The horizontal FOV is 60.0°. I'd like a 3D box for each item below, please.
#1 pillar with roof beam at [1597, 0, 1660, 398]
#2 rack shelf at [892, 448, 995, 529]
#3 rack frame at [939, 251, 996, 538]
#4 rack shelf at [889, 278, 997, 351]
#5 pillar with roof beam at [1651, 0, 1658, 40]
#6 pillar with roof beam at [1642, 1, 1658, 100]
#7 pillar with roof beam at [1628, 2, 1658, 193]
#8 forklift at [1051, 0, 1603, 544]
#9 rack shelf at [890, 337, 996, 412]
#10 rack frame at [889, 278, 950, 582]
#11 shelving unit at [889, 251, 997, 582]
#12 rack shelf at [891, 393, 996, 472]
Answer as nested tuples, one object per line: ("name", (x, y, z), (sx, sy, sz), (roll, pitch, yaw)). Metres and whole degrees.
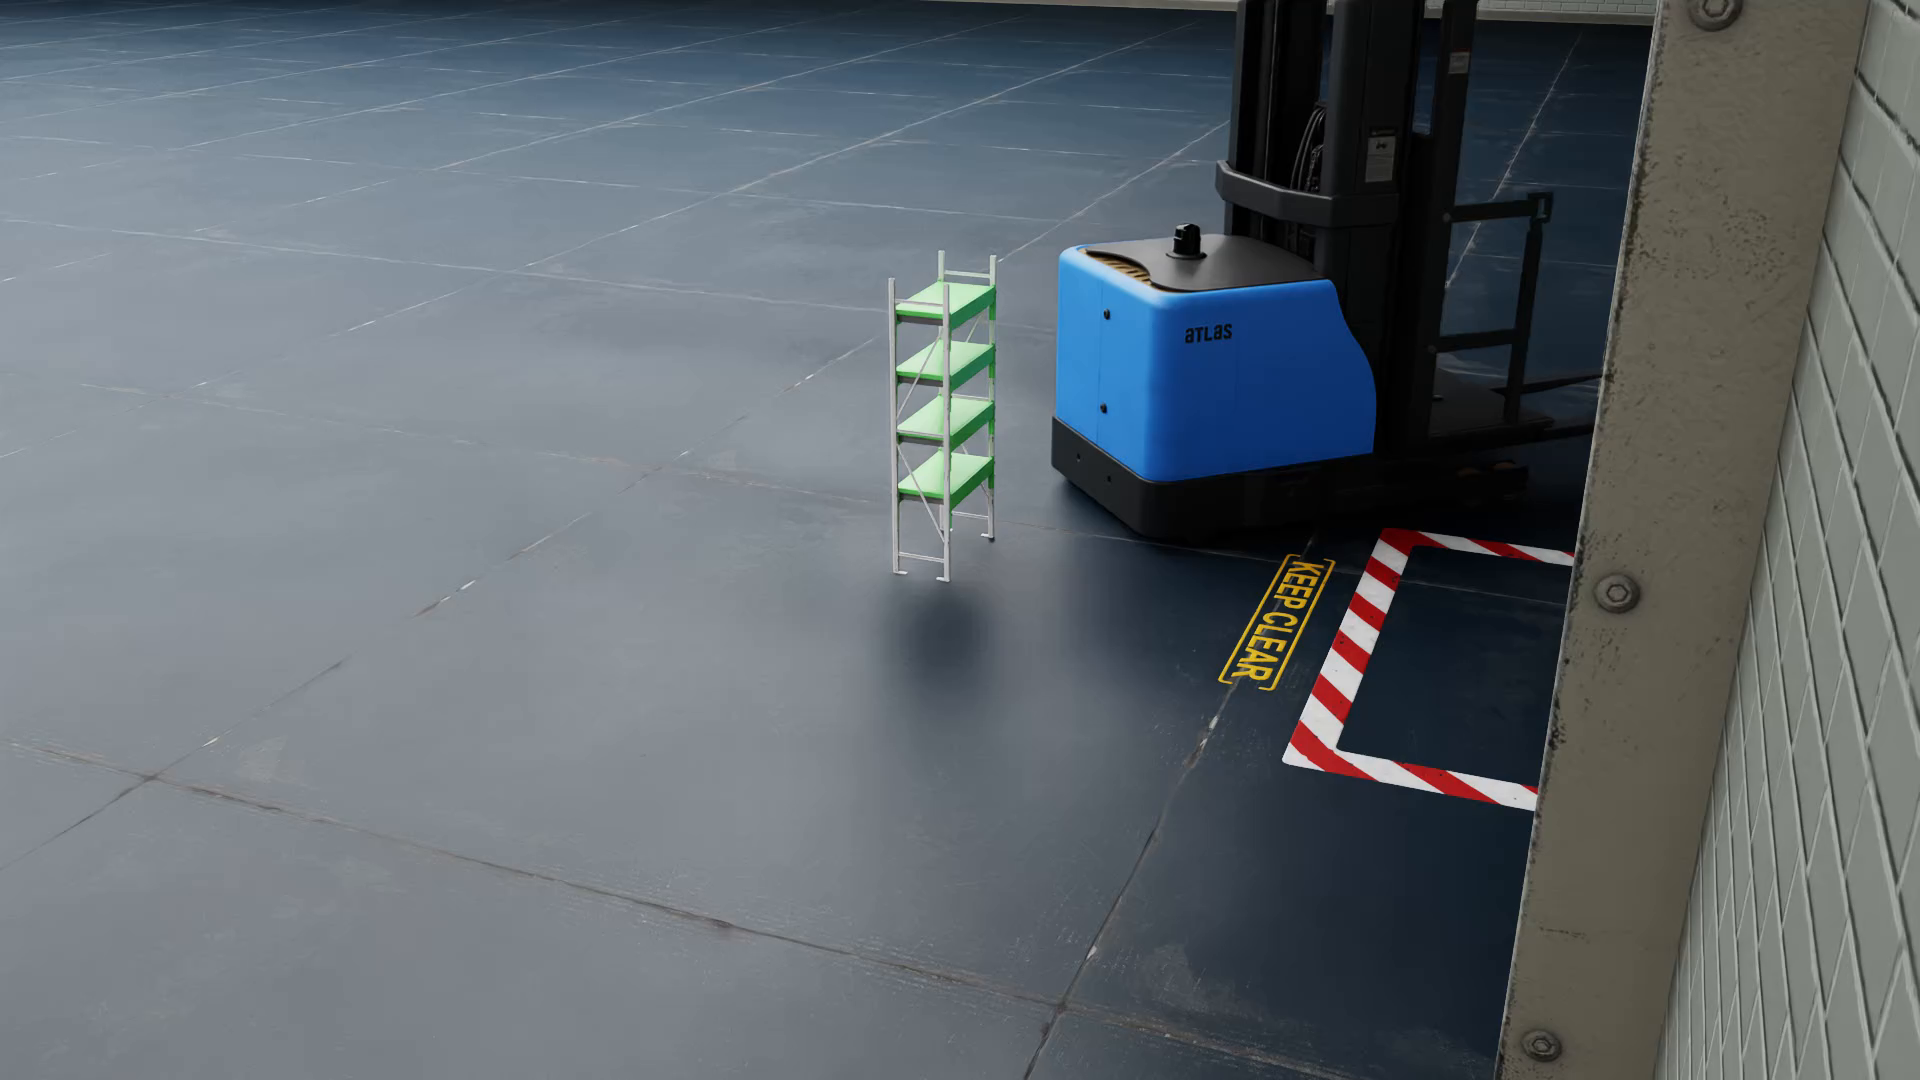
("pillar with roof beam", (-0.413, -5.570, 8.645), (9.100, 9.000, 0.400), (9, 24, 20))
("rack shelf", (-0.061, -0.214, 6.730), (0.258, 0.148, 0.480), (9, 24, 20))
("rack frame", (0.029, -0.582, 6.821), (0.240, 1.200, 0.015), (9, 24, 20))
("rack shelf", (-0.061, -0.878, 6.452), (0.258, 0.148, 0.480), (9, 24, 20))
("pillar with roof beam", (6.273, -12.012, 24.066), (9.100, 9.000, 0.400), (9, 24, 20))
("pillar with roof beam", (4.044, -9.864, 18.926), (9.100, 9.000, 0.400), (9, 24, 20))
("pillar with roof beam", (1.816, -7.717, 13.786), (9.100, 9.000, 0.400), (9, 24, 20))
("forklift", (1.988, -1.682, 7.210), (3.031, 2.935, 1.130), (-9, 24, -20))
("rack shelf", (-0.061, -0.657, 6.545), (0.258, 0.148, 0.480), (9, 24, 20))
("rack frame", (-0.152, -0.407, 6.403), (0.240, 1.200, 0.015), (9, 24, 20))
("shelving unit", (-0.061, -0.494, 6.612), (0.258, 1.200, 0.503), (9, 24, 20))
("rack shelf", (-0.061, -0.435, 6.637), (0.258, 0.148, 0.480), (9, 24, 20))
